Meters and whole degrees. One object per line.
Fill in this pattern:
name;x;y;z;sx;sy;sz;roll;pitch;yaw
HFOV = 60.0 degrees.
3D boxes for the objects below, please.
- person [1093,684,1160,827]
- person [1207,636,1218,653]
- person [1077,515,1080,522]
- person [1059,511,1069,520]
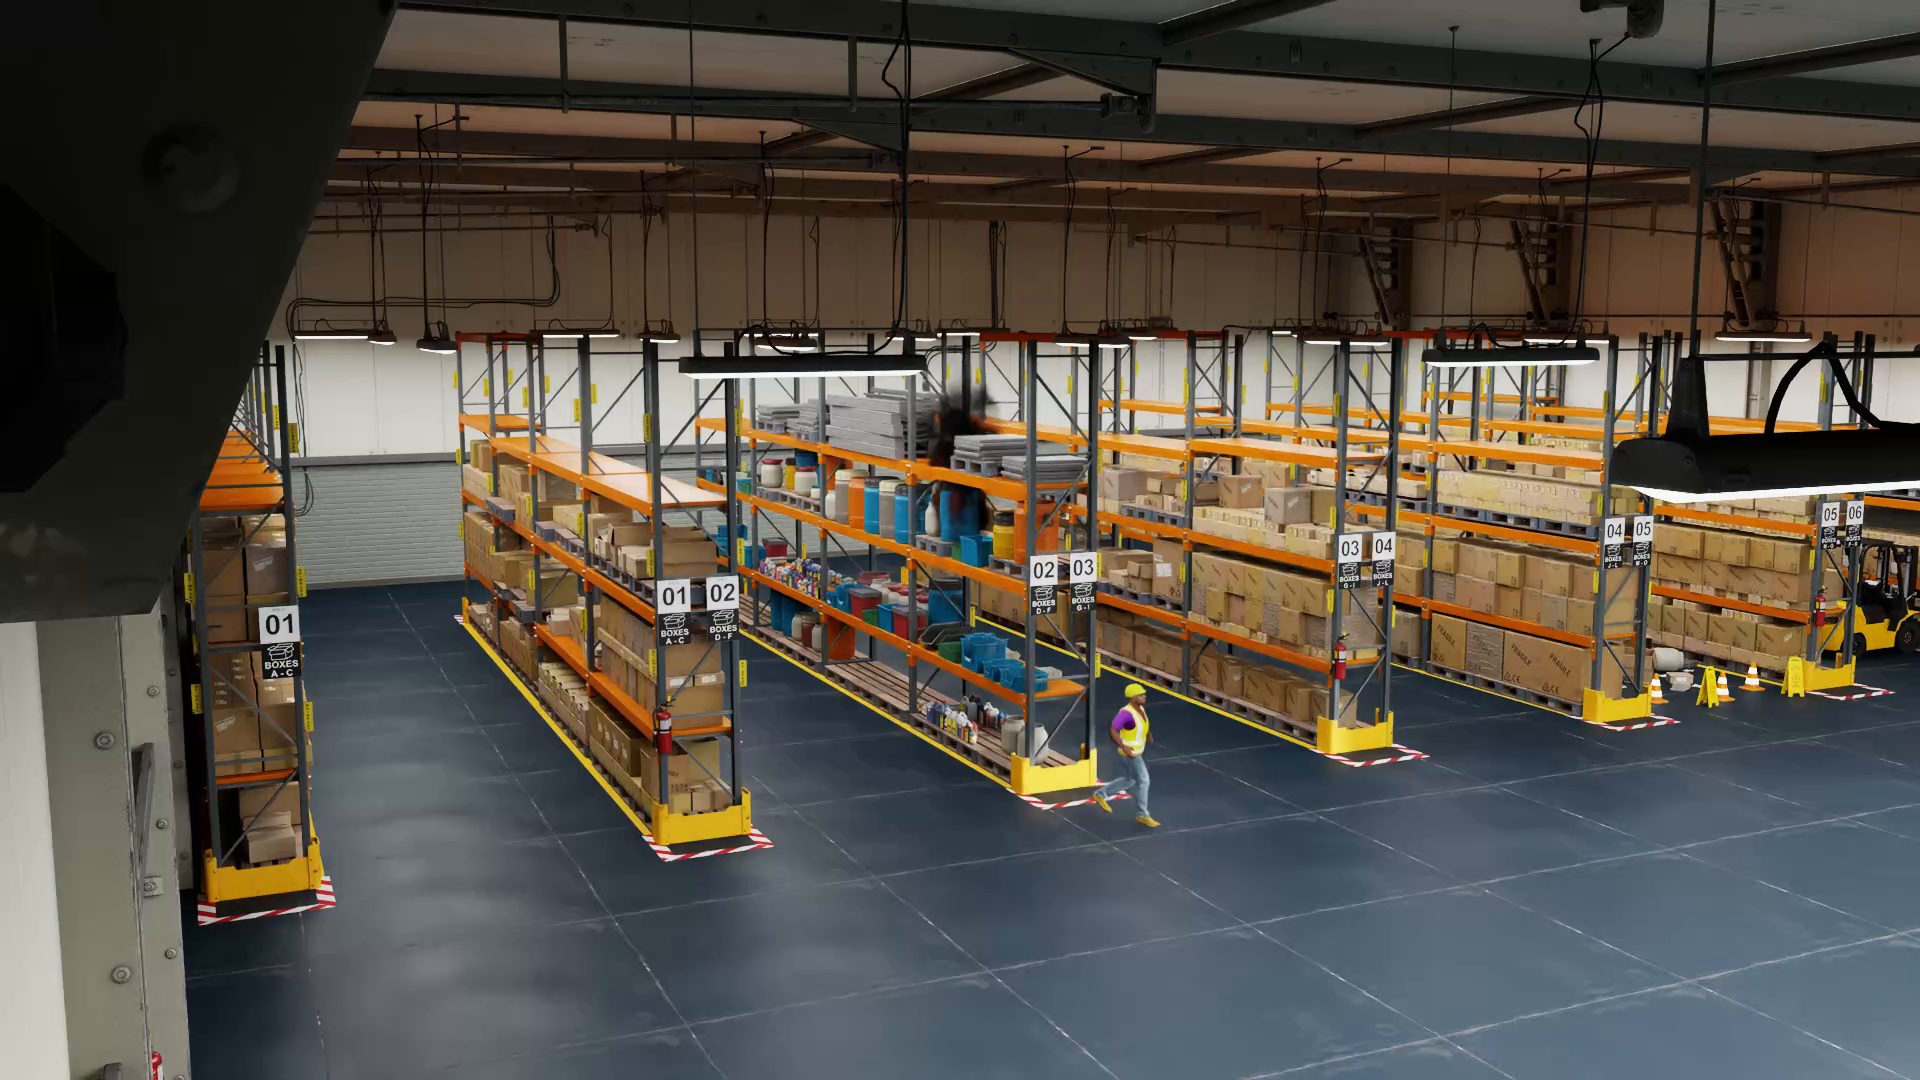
person;2.099;2.657;20.805;0.886;1.778;0.707;2;8;18
person;4.895;1.279;31.146;0.721;1.734;0.651;-4;9;-27
person;2.709;-0.068;41.727;0.685;1.625;0.719;-3;8;-19
person;2.452;-0.024;40.786;0.760;1.780;0.834;2;8;14
